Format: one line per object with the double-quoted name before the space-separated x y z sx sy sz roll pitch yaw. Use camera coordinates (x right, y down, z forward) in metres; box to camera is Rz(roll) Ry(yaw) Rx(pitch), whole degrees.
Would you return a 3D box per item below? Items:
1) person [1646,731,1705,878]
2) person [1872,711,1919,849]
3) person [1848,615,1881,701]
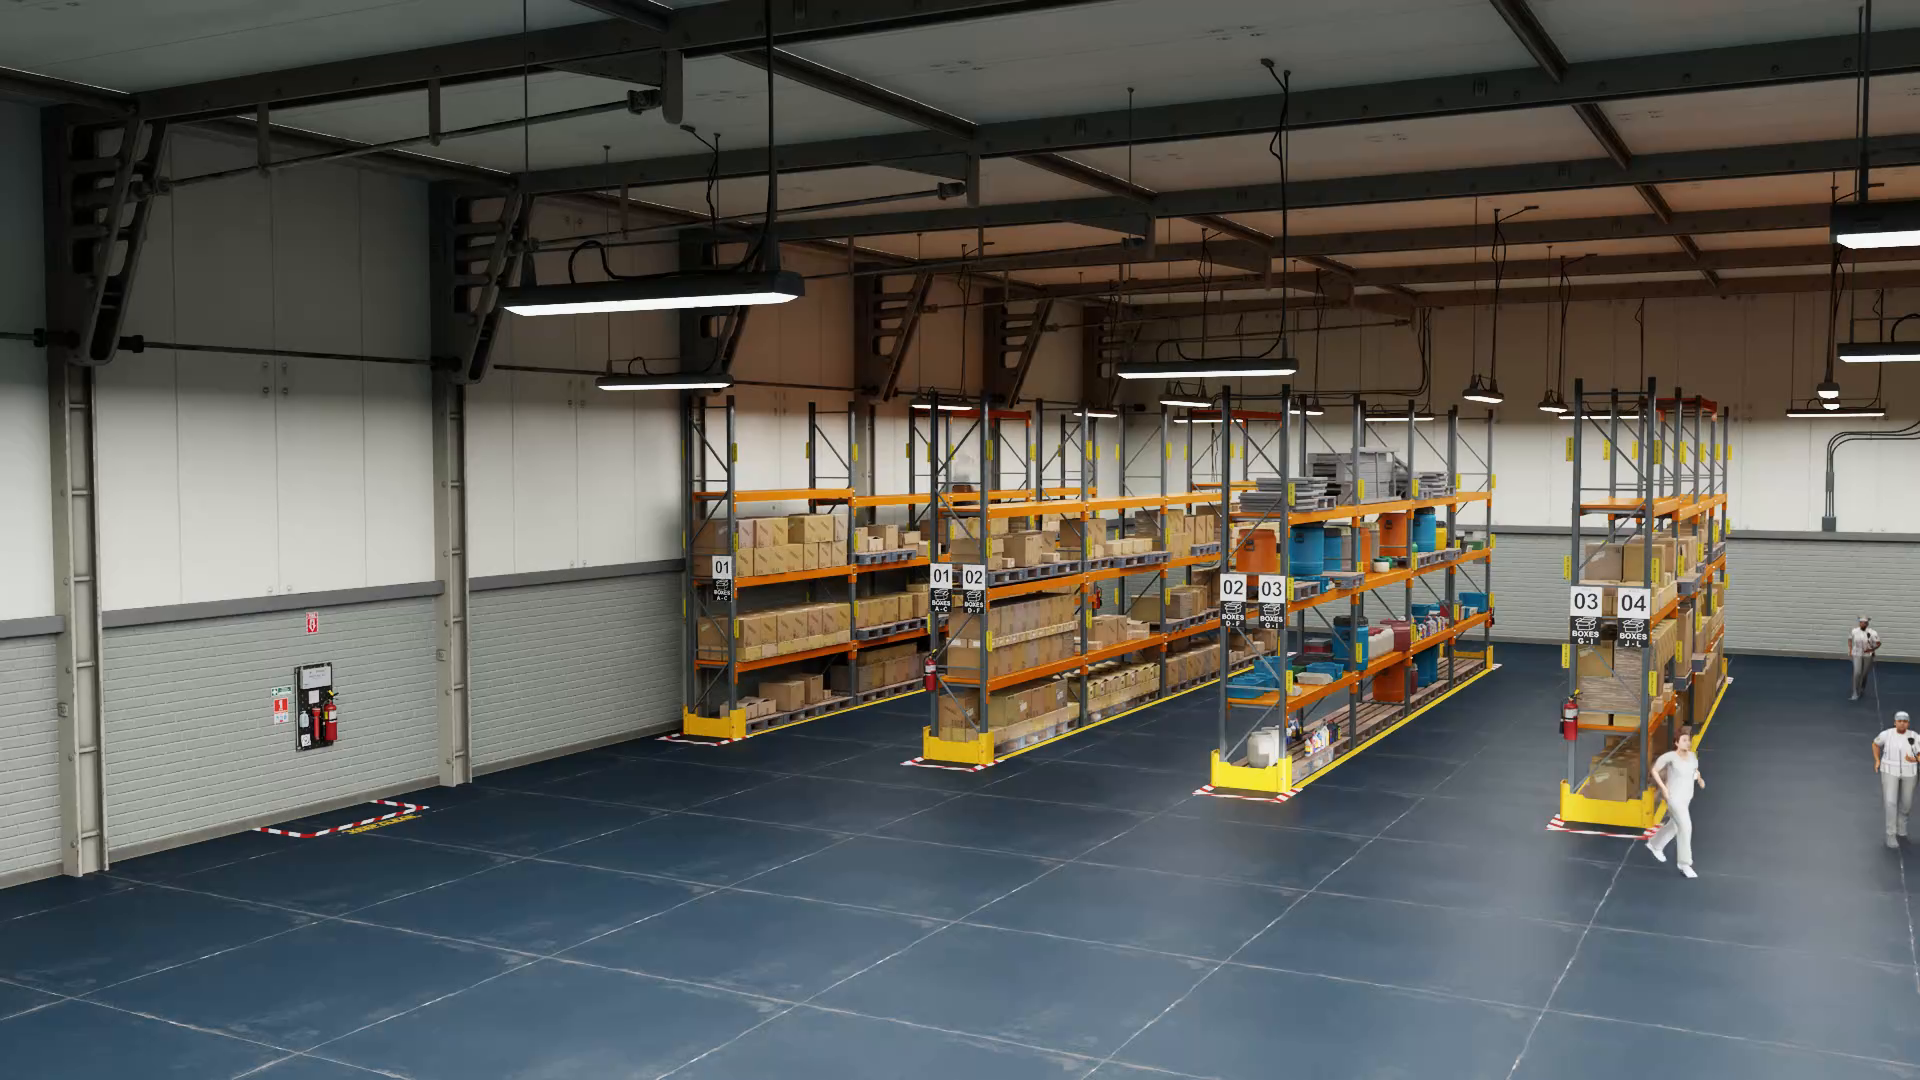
"person" 8.578 3.110 19.925 0.565 1.702 0.840 -1 3 -24
"person" 12.048 3.037 21.324 0.600 1.696 0.845 1 3 24
"person" 18.373 2.386 33.795 0.591 1.738 0.813 2 4 32
